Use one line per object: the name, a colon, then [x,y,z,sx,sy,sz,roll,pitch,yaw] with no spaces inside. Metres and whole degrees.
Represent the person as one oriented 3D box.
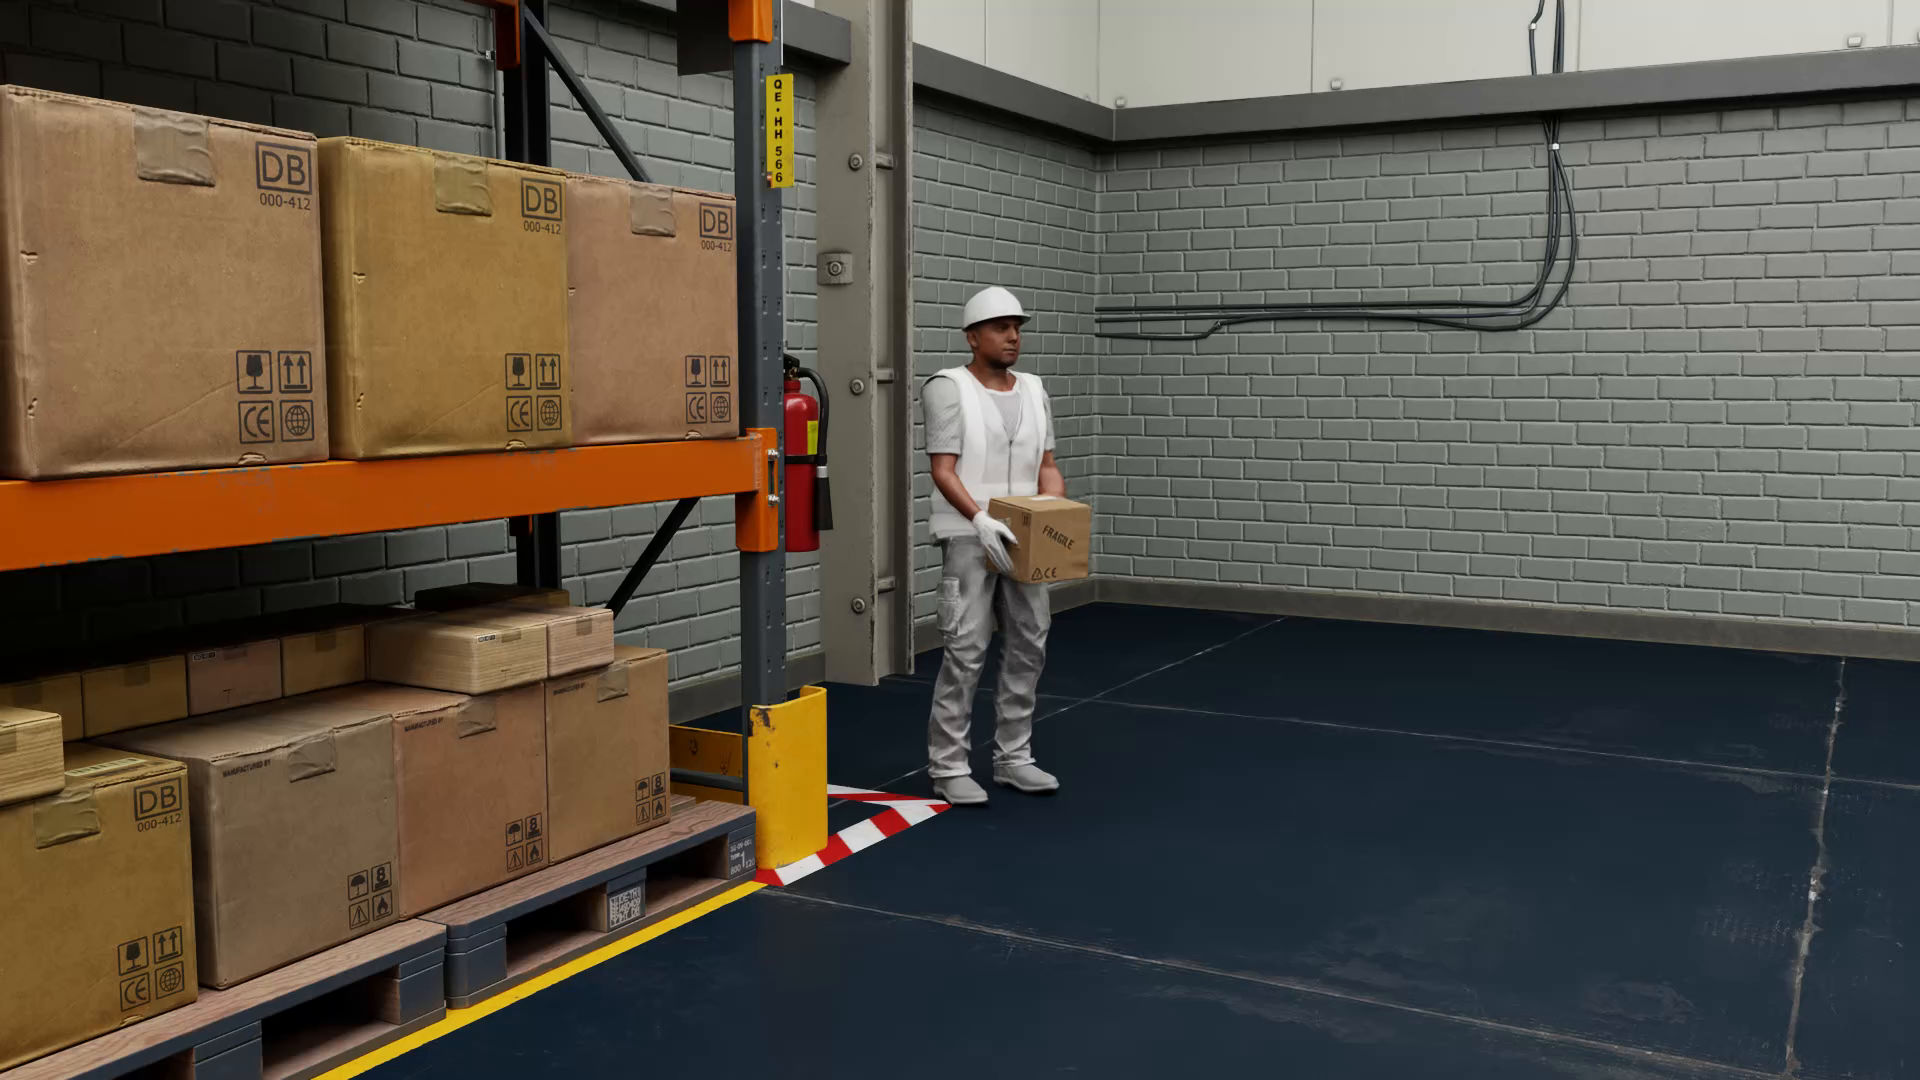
person: [0.152,0.015,5.814,0.542,1.789,0.520,-4,7,-34]
